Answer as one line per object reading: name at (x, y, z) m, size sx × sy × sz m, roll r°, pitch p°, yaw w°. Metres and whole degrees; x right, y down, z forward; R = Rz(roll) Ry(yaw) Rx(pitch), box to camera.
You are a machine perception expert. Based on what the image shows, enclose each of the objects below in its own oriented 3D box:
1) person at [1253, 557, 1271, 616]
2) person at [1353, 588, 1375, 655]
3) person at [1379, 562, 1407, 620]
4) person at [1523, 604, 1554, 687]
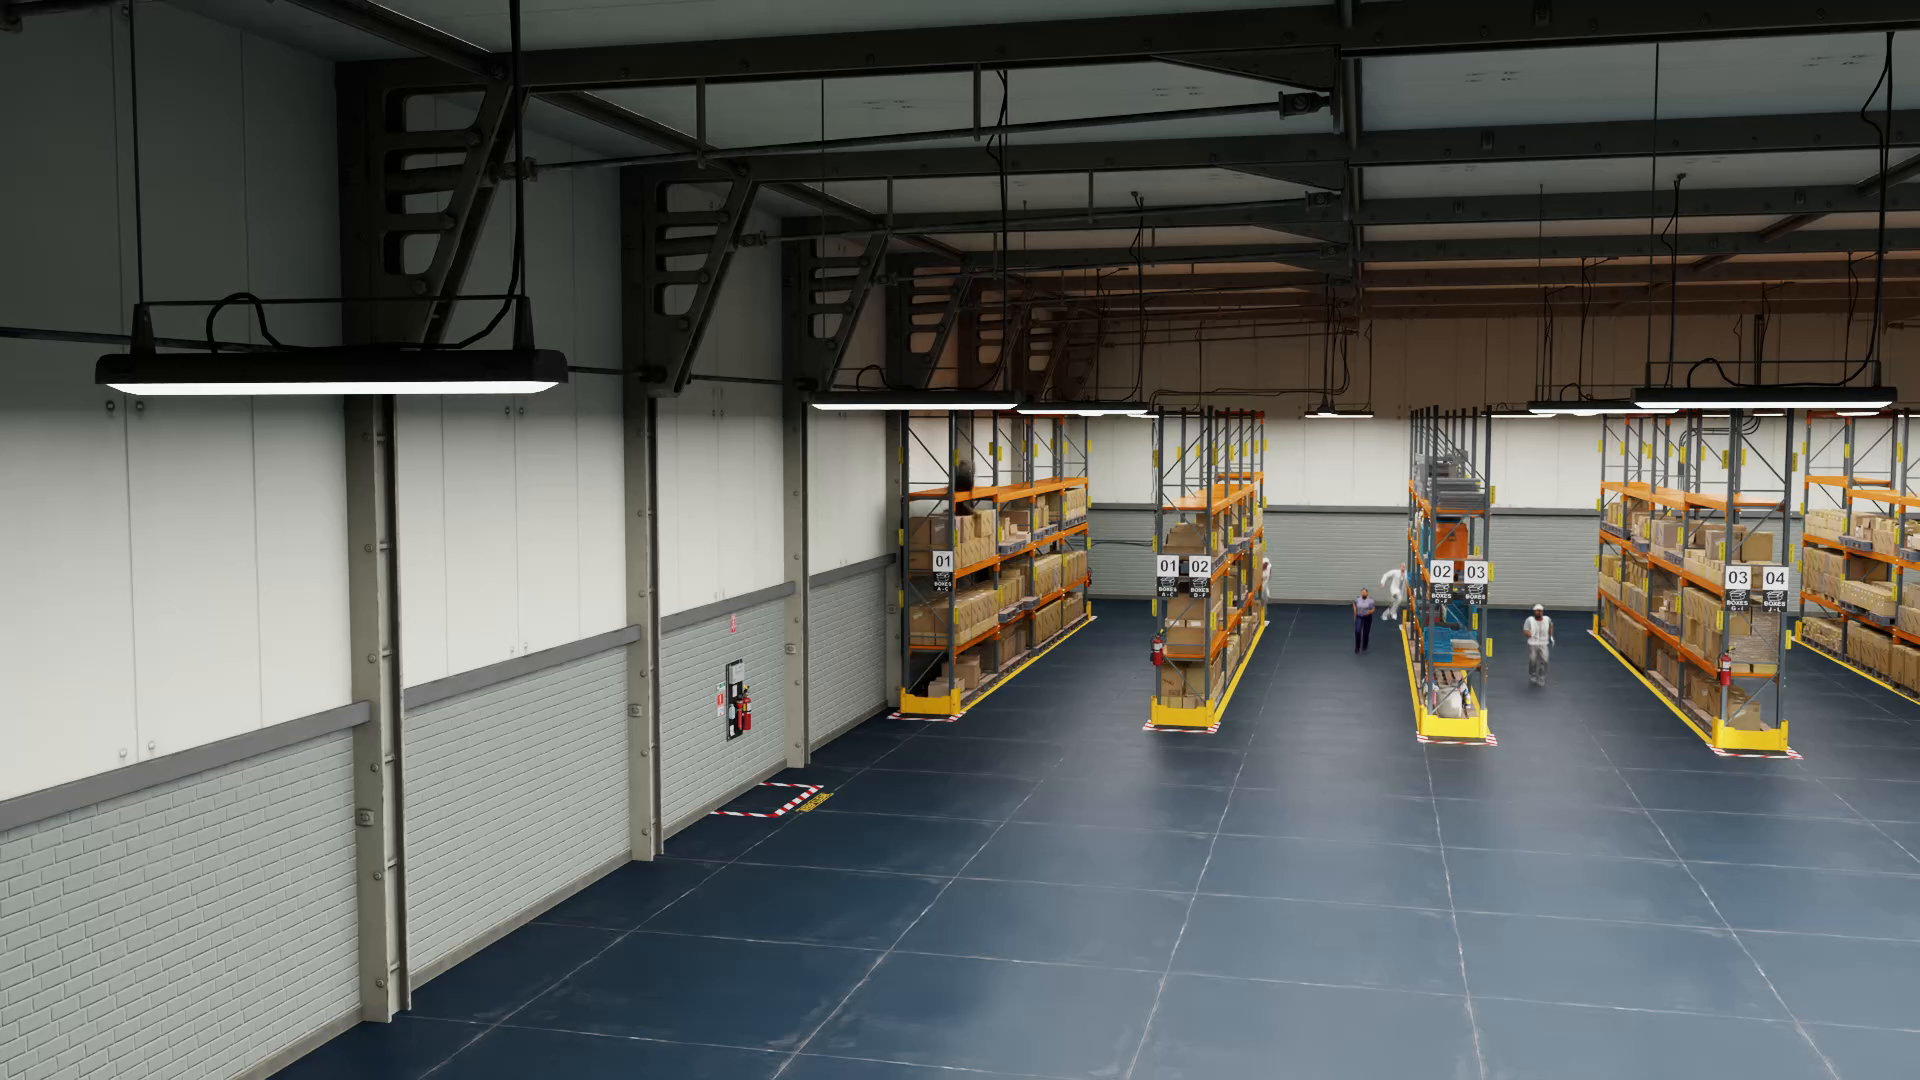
person at (8.895, 1.379, 49.143) m, size 0.742 × 1.769 × 0.949 m, roll -2°, pitch 4°, yaw -23°
person at (9.928, 1.999, 40.878) m, size 0.522 × 1.667 × 0.811 m, roll 1°, pitch 4°, yaw 13°
person at (12.546, 1.472, 47.758) m, size 0.875 × 1.665 × 0.757 m, roll -2°, pitch 5°, yaw -26°
person at (12.457, 2.270, 35.779) m, size 0.668 × 1.783 × 0.790 m, roll 1°, pitch 4°, yaw 9°
